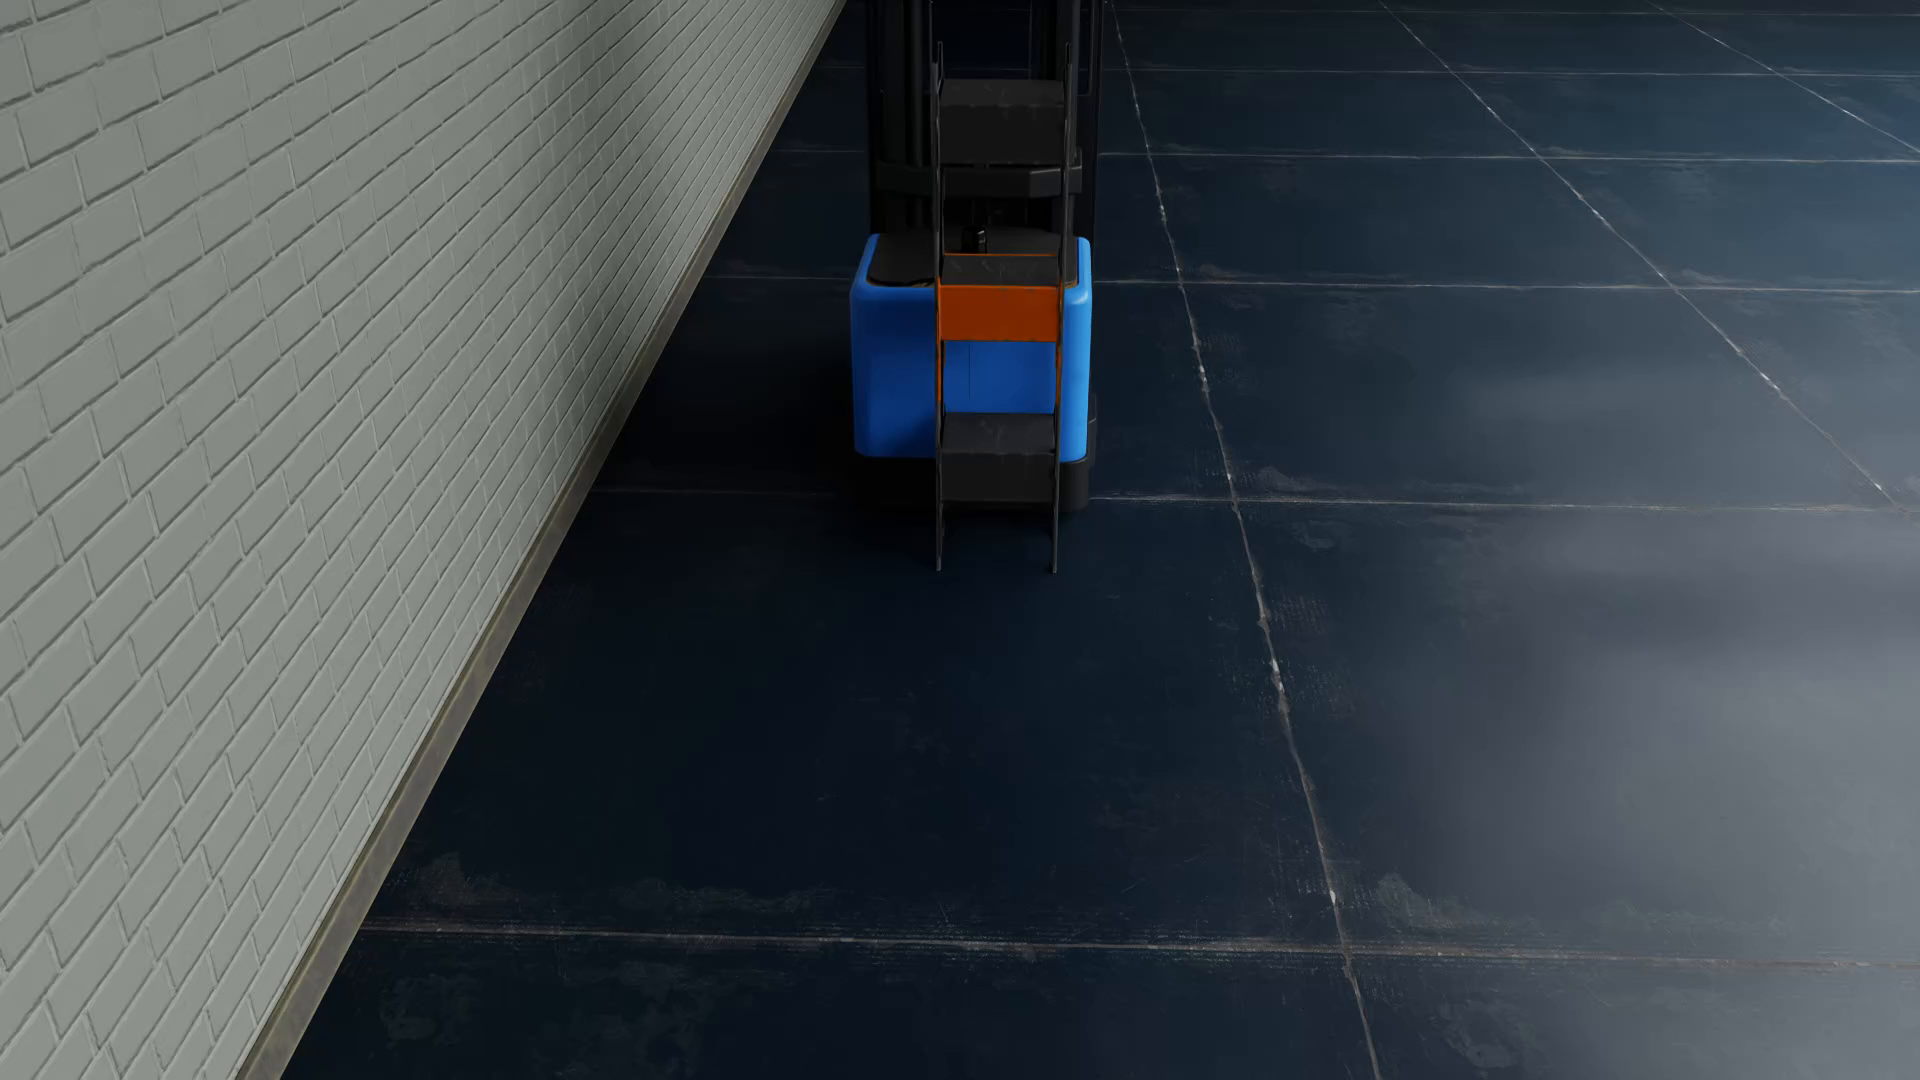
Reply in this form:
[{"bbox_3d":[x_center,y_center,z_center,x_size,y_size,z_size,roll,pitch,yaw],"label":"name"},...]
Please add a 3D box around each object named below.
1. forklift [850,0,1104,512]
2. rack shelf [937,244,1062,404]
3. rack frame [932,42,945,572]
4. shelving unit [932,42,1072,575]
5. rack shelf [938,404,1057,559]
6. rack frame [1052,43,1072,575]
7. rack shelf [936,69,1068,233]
[{"bbox_3d":[0.124,-2.073,8.030,1.130,2.935,3.031,2,28,3],"label":"forklift"},{"bbox_3d":[0.160,-0.869,6.677,0.480,0.518,0.431,1,28,2],"label":"rack shelf"},{"bbox_3d":[-0.084,-0.886,6.680,0.015,2.100,0.400,1,28,2],"label":"rack frame"},{"bbox_3d":[0.160,-0.881,6.671,0.503,2.100,0.431,1,28,2],"label":"shelving unit"},{"bbox_3d":[0.160,-0.251,7.005,0.480,0.518,0.431,1,28,2],"label":"rack shelf"},{"bbox_3d":[0.404,-0.877,6.662,0.015,2.100,0.400,1,28,2],"label":"rack frame"},{"bbox_3d":[0.160,-1.488,6.349,0.480,0.518,0.431,1,28,2],"label":"rack shelf"}]
